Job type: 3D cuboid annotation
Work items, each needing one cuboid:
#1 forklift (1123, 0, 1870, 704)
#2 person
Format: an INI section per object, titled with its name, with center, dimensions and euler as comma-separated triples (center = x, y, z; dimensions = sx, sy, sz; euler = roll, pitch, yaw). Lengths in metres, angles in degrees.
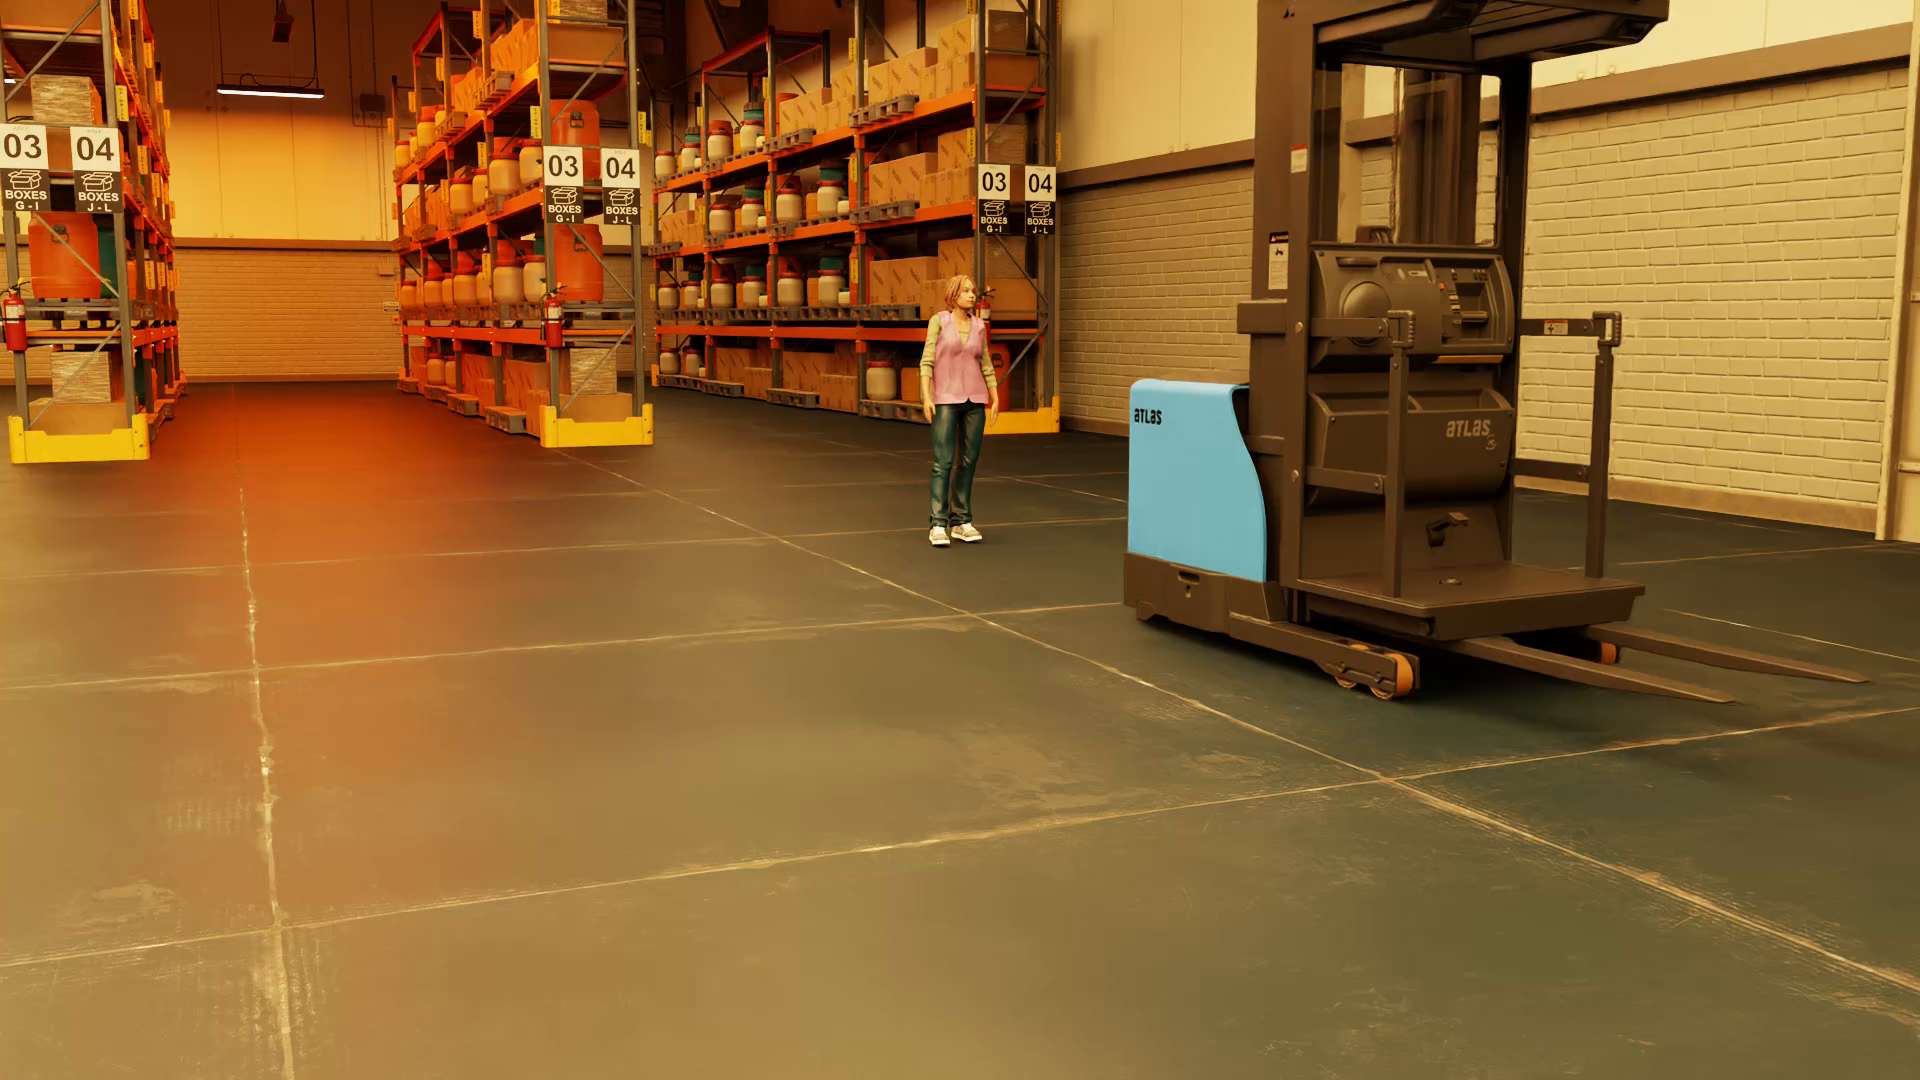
[forklift]
center = 1.844, -0.955, 6.182
dimensions = 1.130, 2.935, 3.031
euler = -4, 8, -27
[person]
center = 0.017, -0.743, 9.981
dimensions = 0.520, 1.506, 0.473
euler = -3, 8, -23
